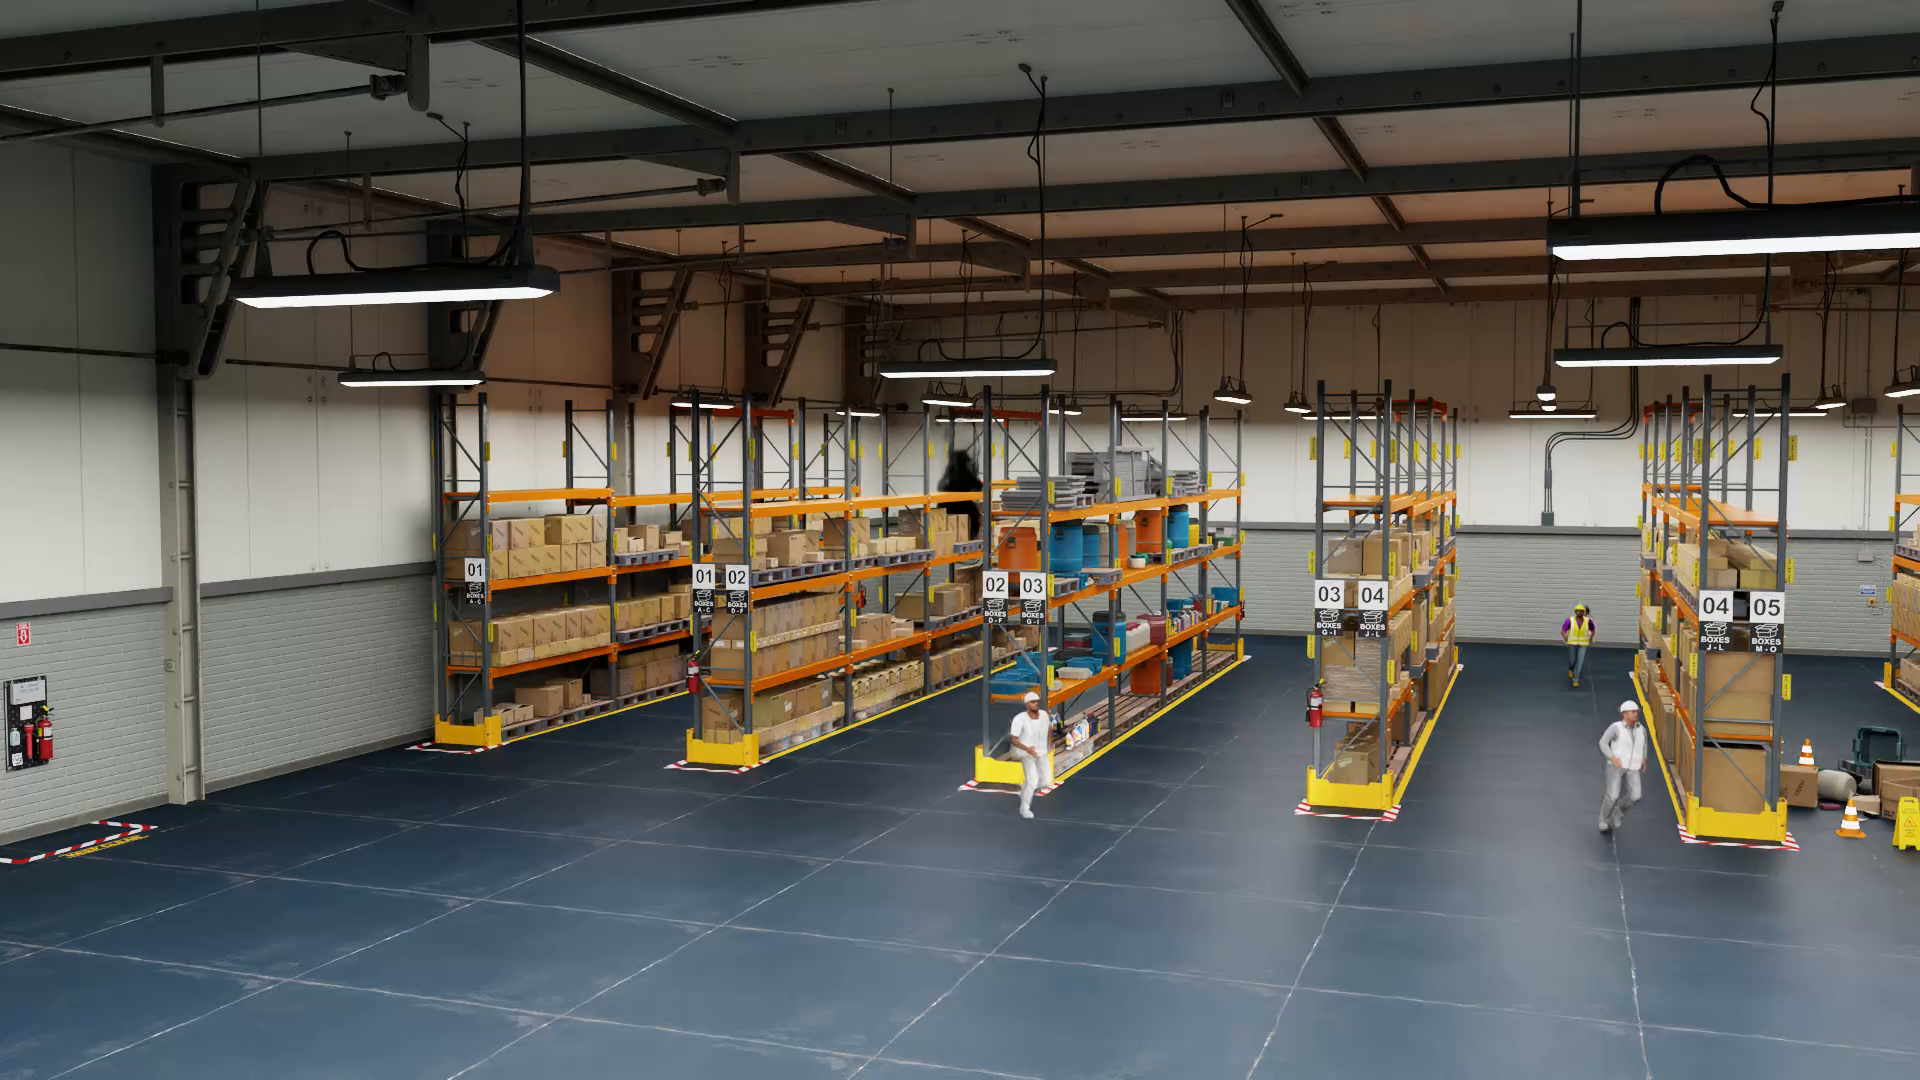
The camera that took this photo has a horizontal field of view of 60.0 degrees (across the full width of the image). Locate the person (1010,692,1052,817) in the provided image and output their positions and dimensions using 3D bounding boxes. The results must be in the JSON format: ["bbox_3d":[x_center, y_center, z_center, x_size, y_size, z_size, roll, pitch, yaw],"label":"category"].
[{"bbox_3d":[1.018,2.933,22.755,0.738,1.721,0.647,-2,4,-31],"label":"person"}]

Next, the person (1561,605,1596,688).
[{"bbox_3d":[13.201,2.250,35.501,0.701,1.753,0.868,1,3,17],"label":"person"}]

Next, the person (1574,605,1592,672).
[{"bbox_3d":[13.994,2.236,37.520,0.501,1.539,0.594,-2,4,-38],"label":"person"}]

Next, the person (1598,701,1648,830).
[{"bbox_3d":[8.778,2.974,21.875,0.713,1.710,0.557,0,3,-2],"label":"person"}]
